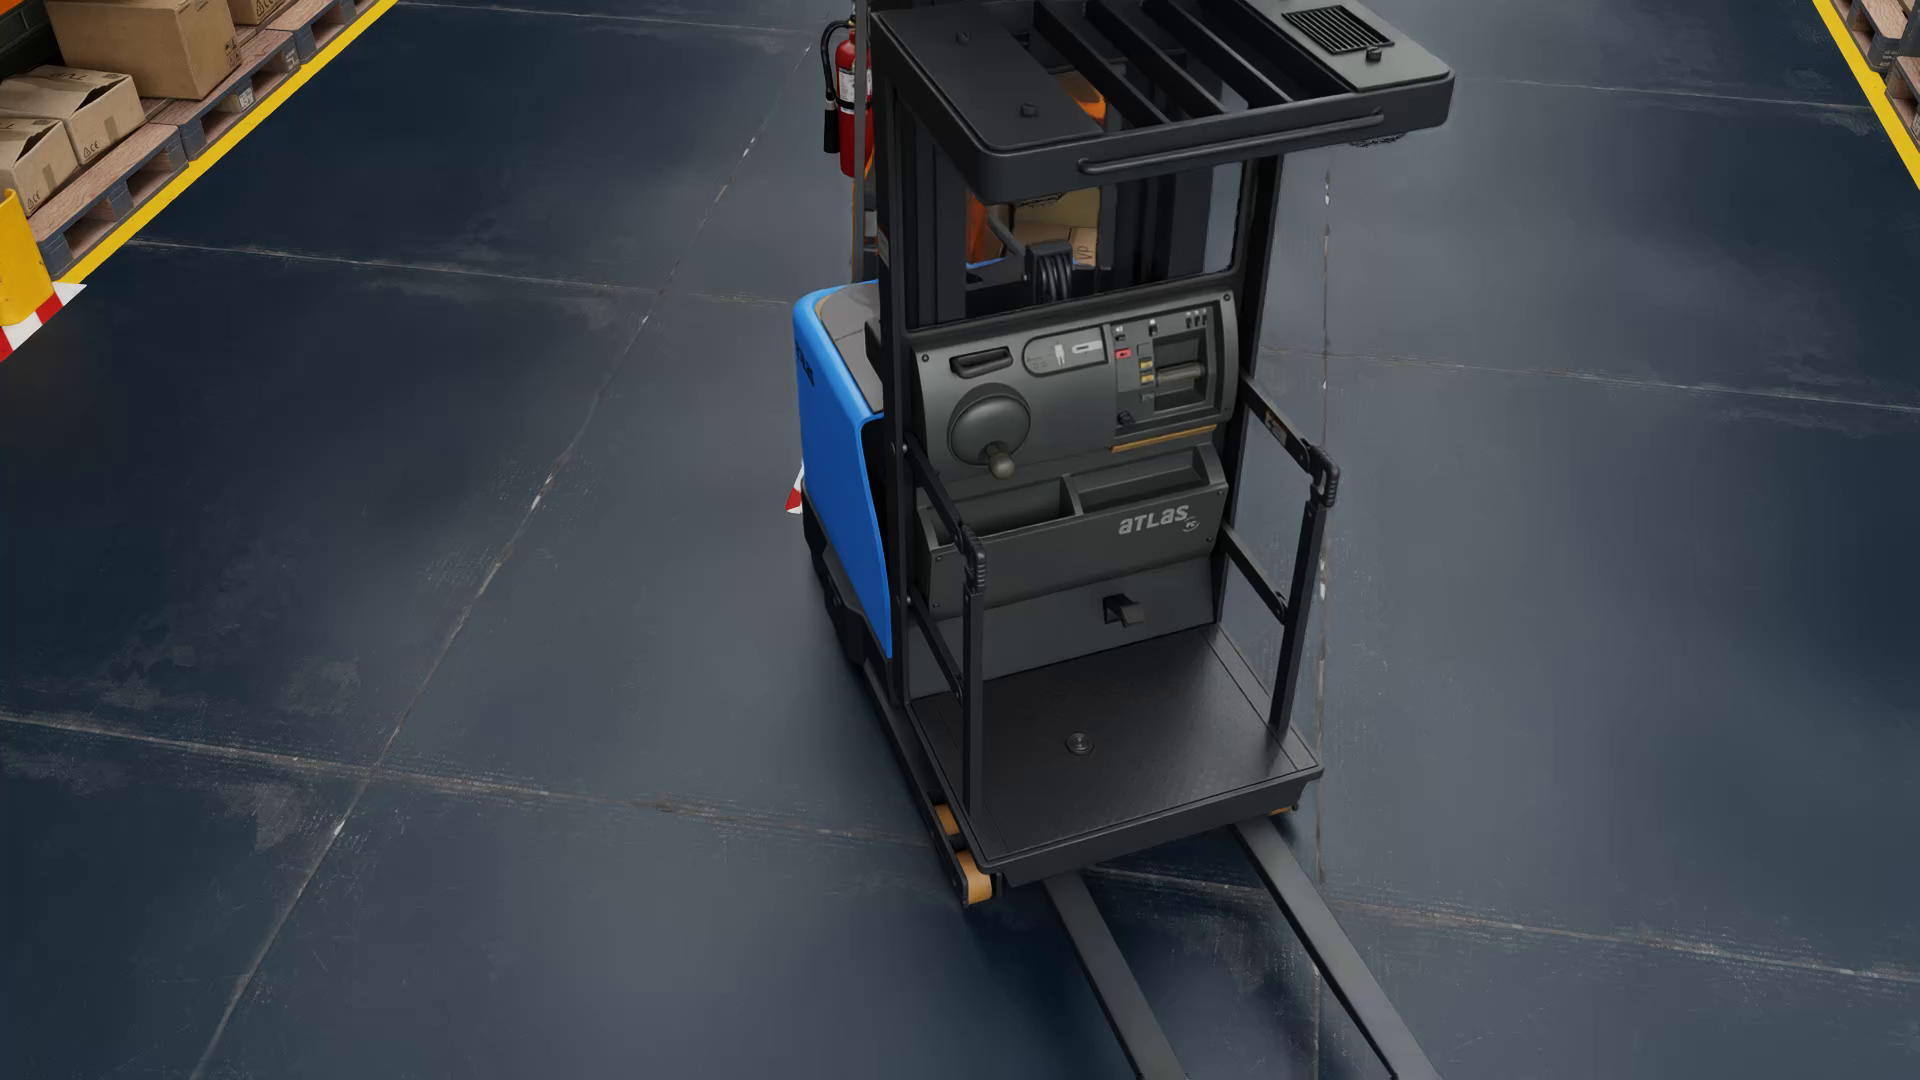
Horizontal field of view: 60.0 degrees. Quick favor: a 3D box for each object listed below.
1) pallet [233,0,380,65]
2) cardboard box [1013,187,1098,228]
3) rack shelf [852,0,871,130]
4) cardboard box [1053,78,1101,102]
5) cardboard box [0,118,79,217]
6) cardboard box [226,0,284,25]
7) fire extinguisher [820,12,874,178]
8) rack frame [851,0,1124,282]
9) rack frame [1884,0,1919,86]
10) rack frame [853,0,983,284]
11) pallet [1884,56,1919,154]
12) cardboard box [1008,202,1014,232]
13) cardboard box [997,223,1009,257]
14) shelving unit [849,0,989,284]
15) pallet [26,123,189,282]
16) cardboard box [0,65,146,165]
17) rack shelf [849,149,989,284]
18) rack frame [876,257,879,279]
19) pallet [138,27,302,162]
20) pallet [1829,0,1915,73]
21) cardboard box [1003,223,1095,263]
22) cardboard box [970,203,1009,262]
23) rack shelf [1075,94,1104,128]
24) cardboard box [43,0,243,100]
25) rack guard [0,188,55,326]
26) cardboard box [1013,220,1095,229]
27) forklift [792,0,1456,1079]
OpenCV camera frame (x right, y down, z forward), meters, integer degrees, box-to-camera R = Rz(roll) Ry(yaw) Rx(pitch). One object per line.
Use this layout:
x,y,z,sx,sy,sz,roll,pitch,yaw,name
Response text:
-4.147,-3.237,9.999,1.003,0.211,1.213,6,40,8,pallet
0.518,-1.700,7.191,0.500,0.500,0.500,6,40,8,cardboard box
-0.103,-1.680,5.529,0.431,0.518,0.480,7,37,5,rack shelf
0.215,-2.012,6.252,0.700,0.500,0.500,6,40,8,cardboard box
-4.550,-1.784,7.818,0.500,0.311,0.500,2,40,3,cardboard box
-4.206,-3.287,9.488,0.500,0.500,0.500,4,40,4,cardboard box
-0.356,-1.630,5.928,0.296,0.674,0.183,6,40,8,fire extinguisher
0.122,-1.682,5.931,1.000,3.000,0.127,6,40,8,rack frame
5.692,-3.644,8.304,1.000,3.000,0.127,6,40,8,rack frame
-0.171,-0.988,5.744,0.400,2.100,0.015,7,37,5,rack frame
5.535,-2.153,8.688,1.003,0.211,1.213,6,40,8,pallet
-0.002,-1.469,7.501,0.500,0.250,0.500,6,40,8,cardboard box
-0.076,-1.154,7.120,0.500,0.250,0.500,6,40,8,cardboard box
-0.137,-1.131,5.939,0.431,2.100,0.503,7,37,5,shelving unit
-4.569,-1.705,8.147,1.003,0.211,1.213,6,40,8,pallet
-4.451,-2.142,8.251,0.500,0.311,0.500,10,41,11,cardboard box
-0.137,-1.120,5.947,0.431,0.518,0.480,7,37,5,rack shelf
-0.103,-1.274,6.133,0.400,2.100,0.015,7,37,5,rack frame
-4.356,-2.469,9.070,1.003,0.211,1.213,6,40,8,pallet
5.790,-3.067,9.793,1.003,0.211,1.213,6,40,8,pallet
0.434,-1.097,7.051,0.500,0.250,0.500,6,40,8,cardboard box
-0.079,-1.443,6.881,0.500,0.500,0.500,6,40,8,cardboard box
0.468,-2.660,7.678,1.077,0.370,4.000,6,40,8,rack shelf
-4.275,-2.669,8.741,0.700,0.500,0.500,4,40,5,cardboard box
-4.745,-1.311,7.443,1.175,0.500,0.348,6,40,8,rack guard
0.517,-1.411,7.431,0.500,0.250,0.500,6,40,8,cardboard box
0.406,-0.351,4.374,1.130,2.935,3.031,-13,41,-15,forklift
